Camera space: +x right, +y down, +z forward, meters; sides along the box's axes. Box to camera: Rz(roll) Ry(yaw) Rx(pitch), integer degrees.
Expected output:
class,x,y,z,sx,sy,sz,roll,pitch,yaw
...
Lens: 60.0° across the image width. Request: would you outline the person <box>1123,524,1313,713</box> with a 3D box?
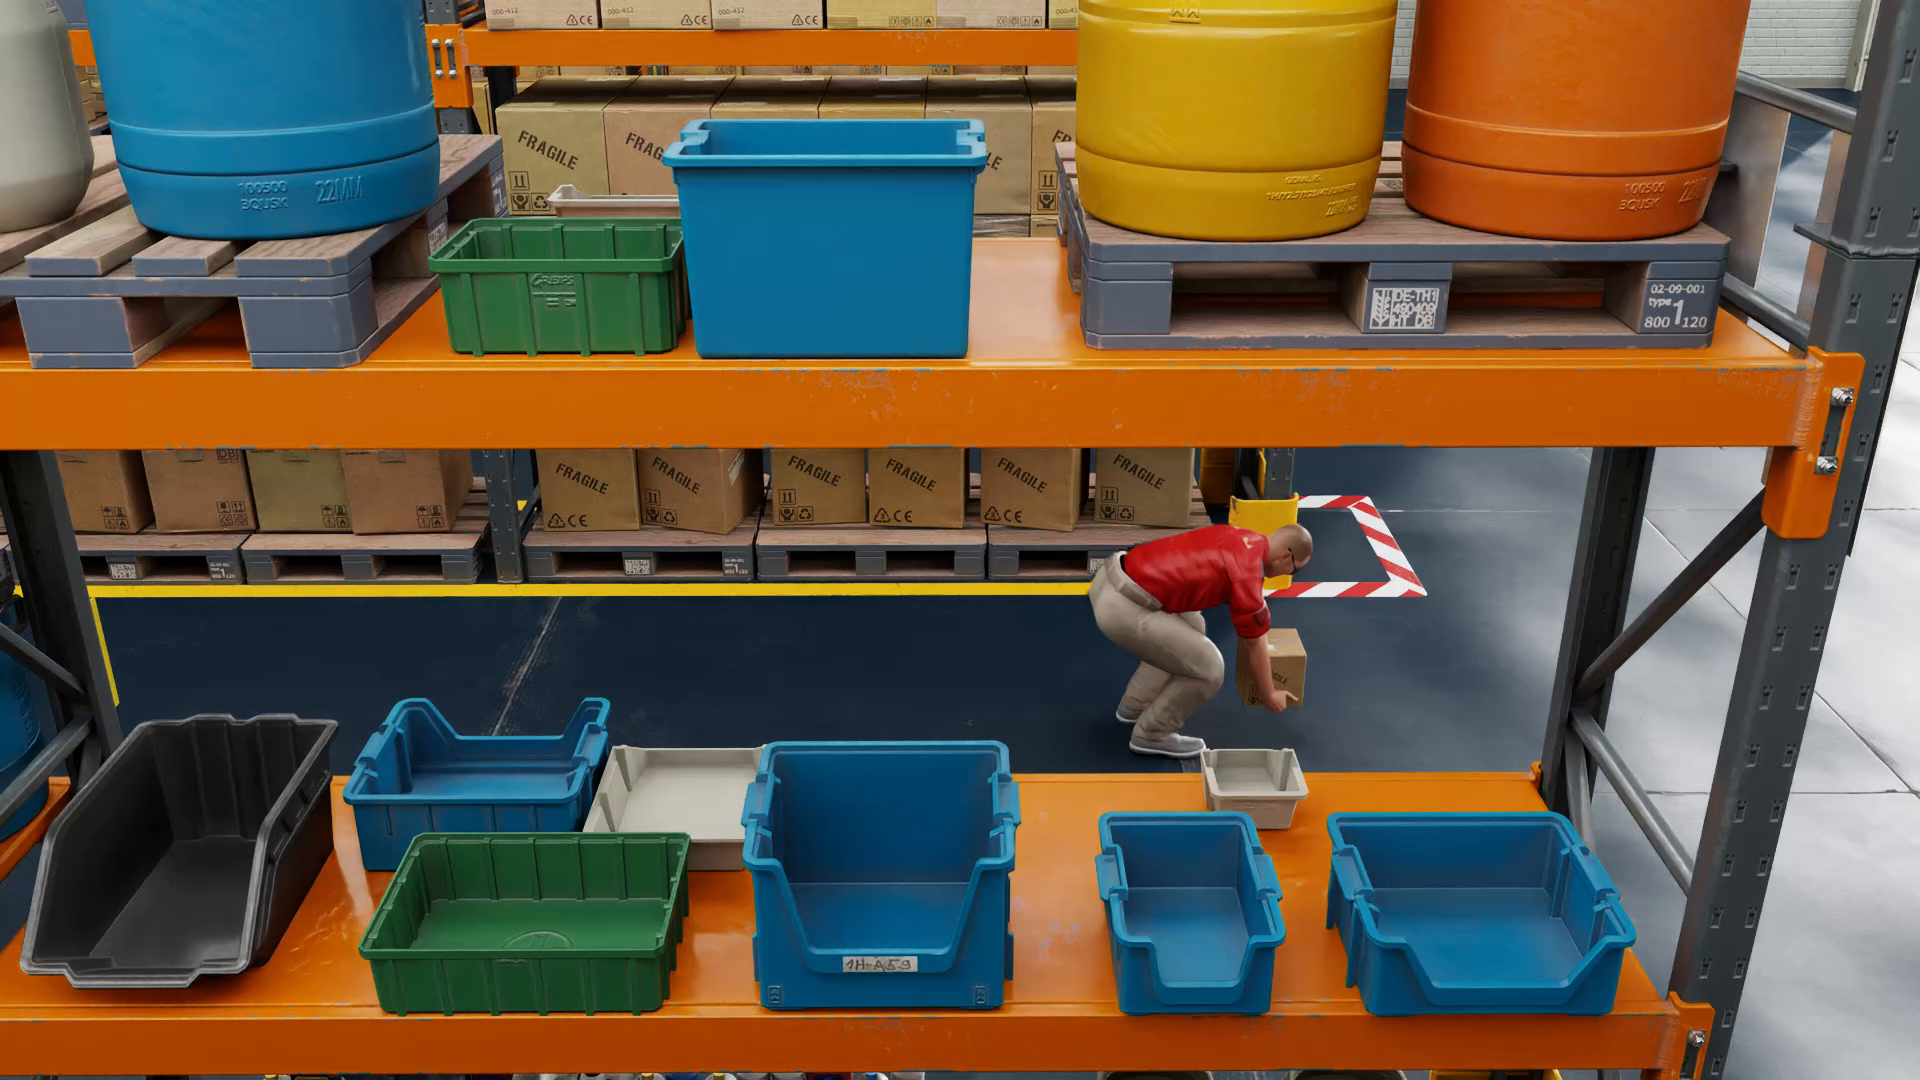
class,x,y,z,sx,sy,sz,roll,pitch,yaw
person,1.084,0.314,7.083,0.803,0.794,0.481,-1,24,-3
